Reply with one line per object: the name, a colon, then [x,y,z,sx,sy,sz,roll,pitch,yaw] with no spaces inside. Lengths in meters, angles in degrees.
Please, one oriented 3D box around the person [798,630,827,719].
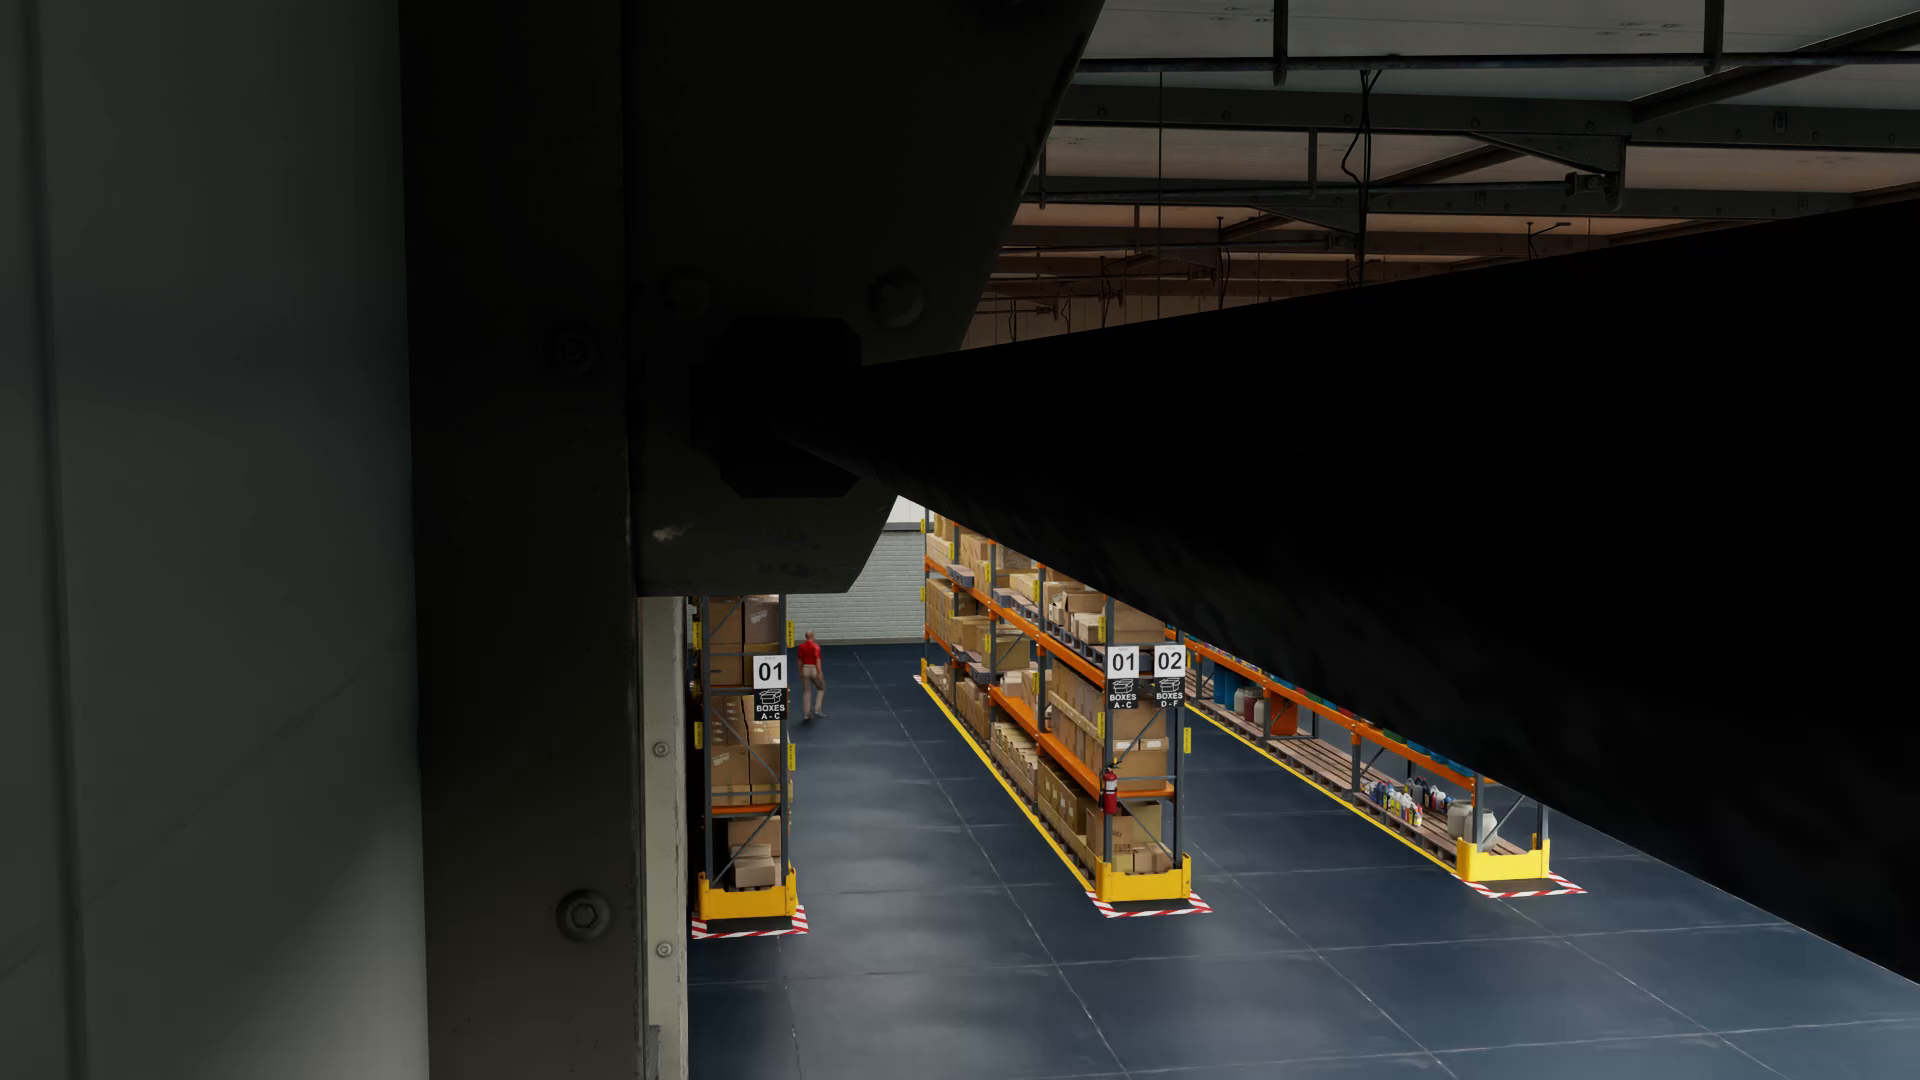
person: [-2.911,2.634,32.398,0.564,1.748,0.539,1,5,15]
